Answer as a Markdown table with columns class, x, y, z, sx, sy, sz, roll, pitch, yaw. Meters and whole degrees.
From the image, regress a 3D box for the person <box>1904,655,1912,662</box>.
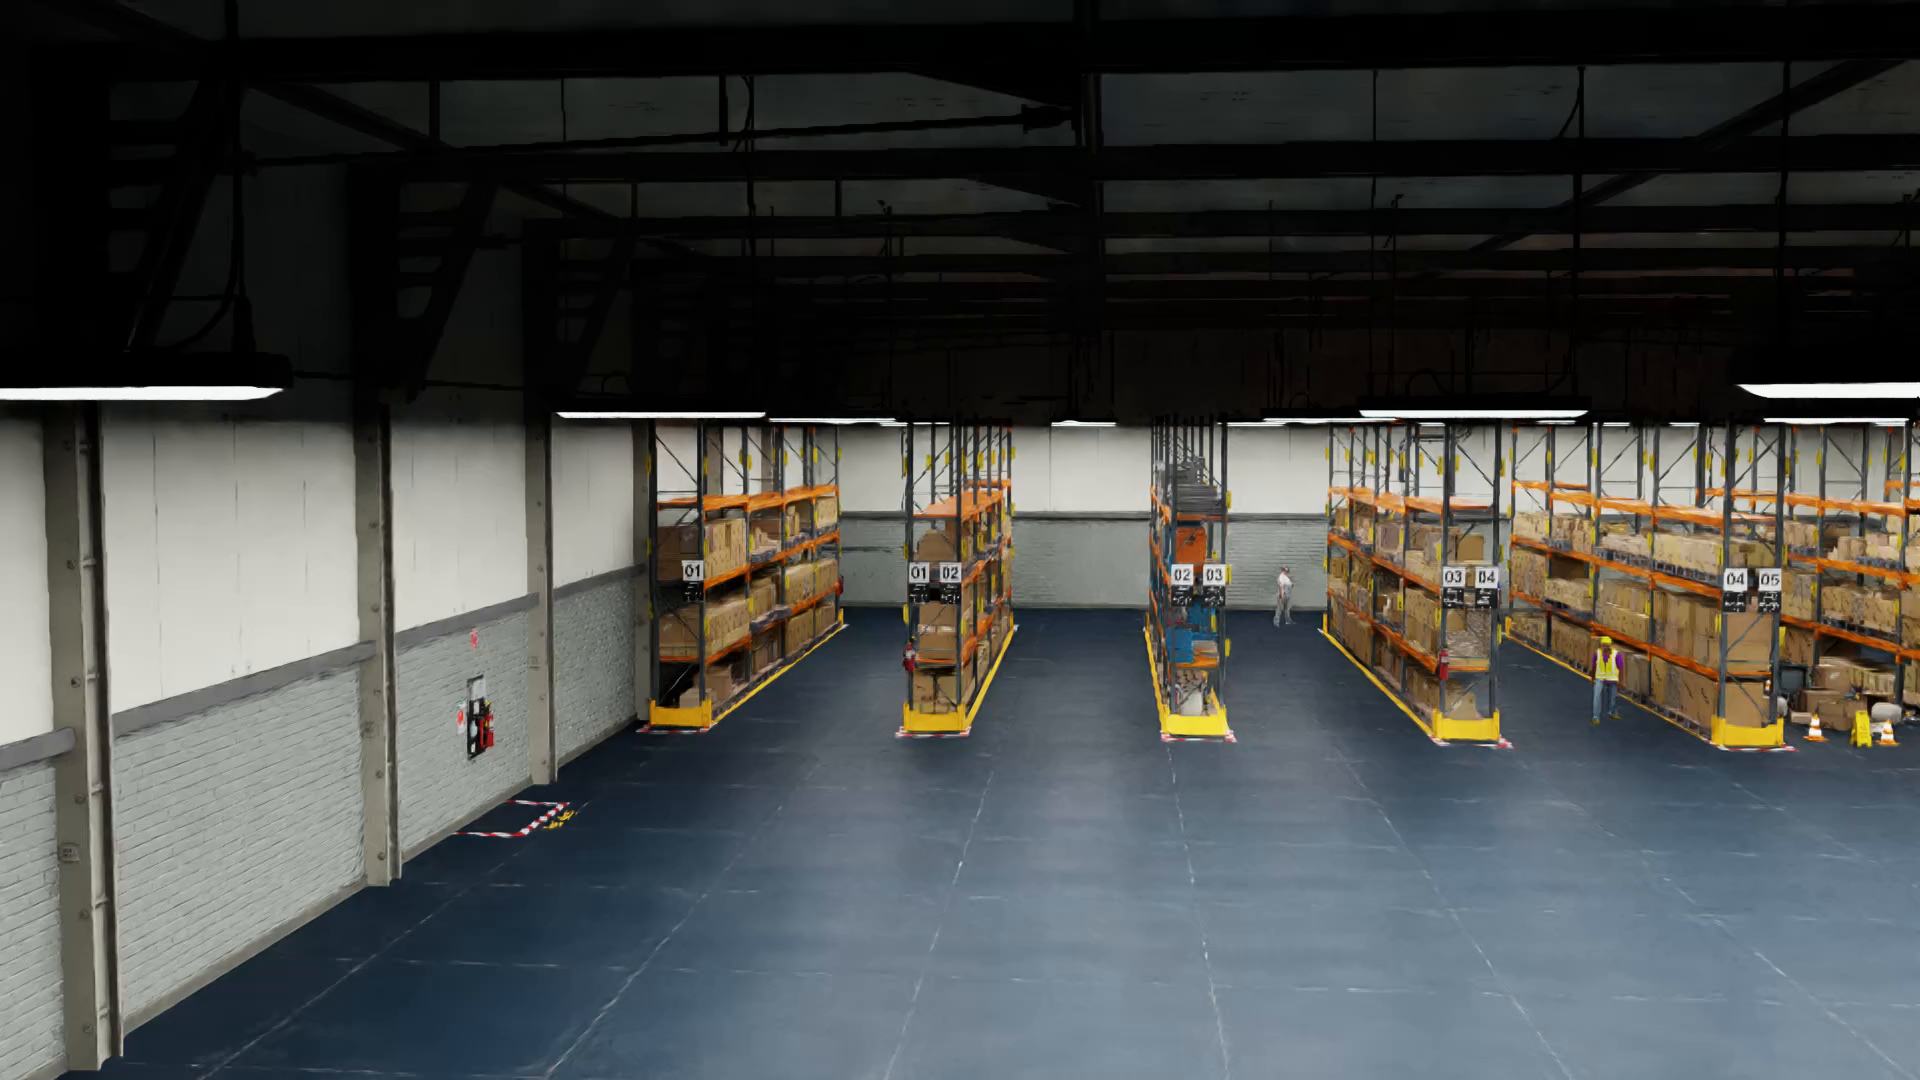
| class | x | y | z | sx | sy | sz | roll | pitch | yaw |
| --- | --- | --- | --- | --- | --- | --- | --- | --- | --- |
| person | 23.169 | 2.101 | 40.494 | 0.581 | 1.768 | 0.640 | 2 | 4 | 27 |

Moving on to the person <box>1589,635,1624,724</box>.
| class | x | y | z | sx | sy | sz | roll | pitch | yaw |
| --- | --- | --- | --- | --- | --- | --- | --- | --- | --- |
| person | 12.557 | 2.702 | 32.298 | 0.616 | 1.720 | 0.971 | 2 | 4 | 27 |

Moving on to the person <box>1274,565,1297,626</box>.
| class | x | y | z | sx | sy | sz | roll | pitch | yaw |
| --- | --- | --- | --- | --- | --- | --- | --- | --- | --- |
| person | 9.407 | 1.595 | 48.206 | 0.516 | 1.750 | 0.733 | 3 | 5 | 36 |

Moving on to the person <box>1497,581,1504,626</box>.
| class | x | y | z | sx | sy | sz | roll | pitch | yaw |
| --- | --- | --- | --- | --- | --- | --- | --- | --- | --- |
| person | 15.277 | 1.707 | 47.545 | 0.524 | 1.652 | 0.475 | 4 | 5 | 43 |
